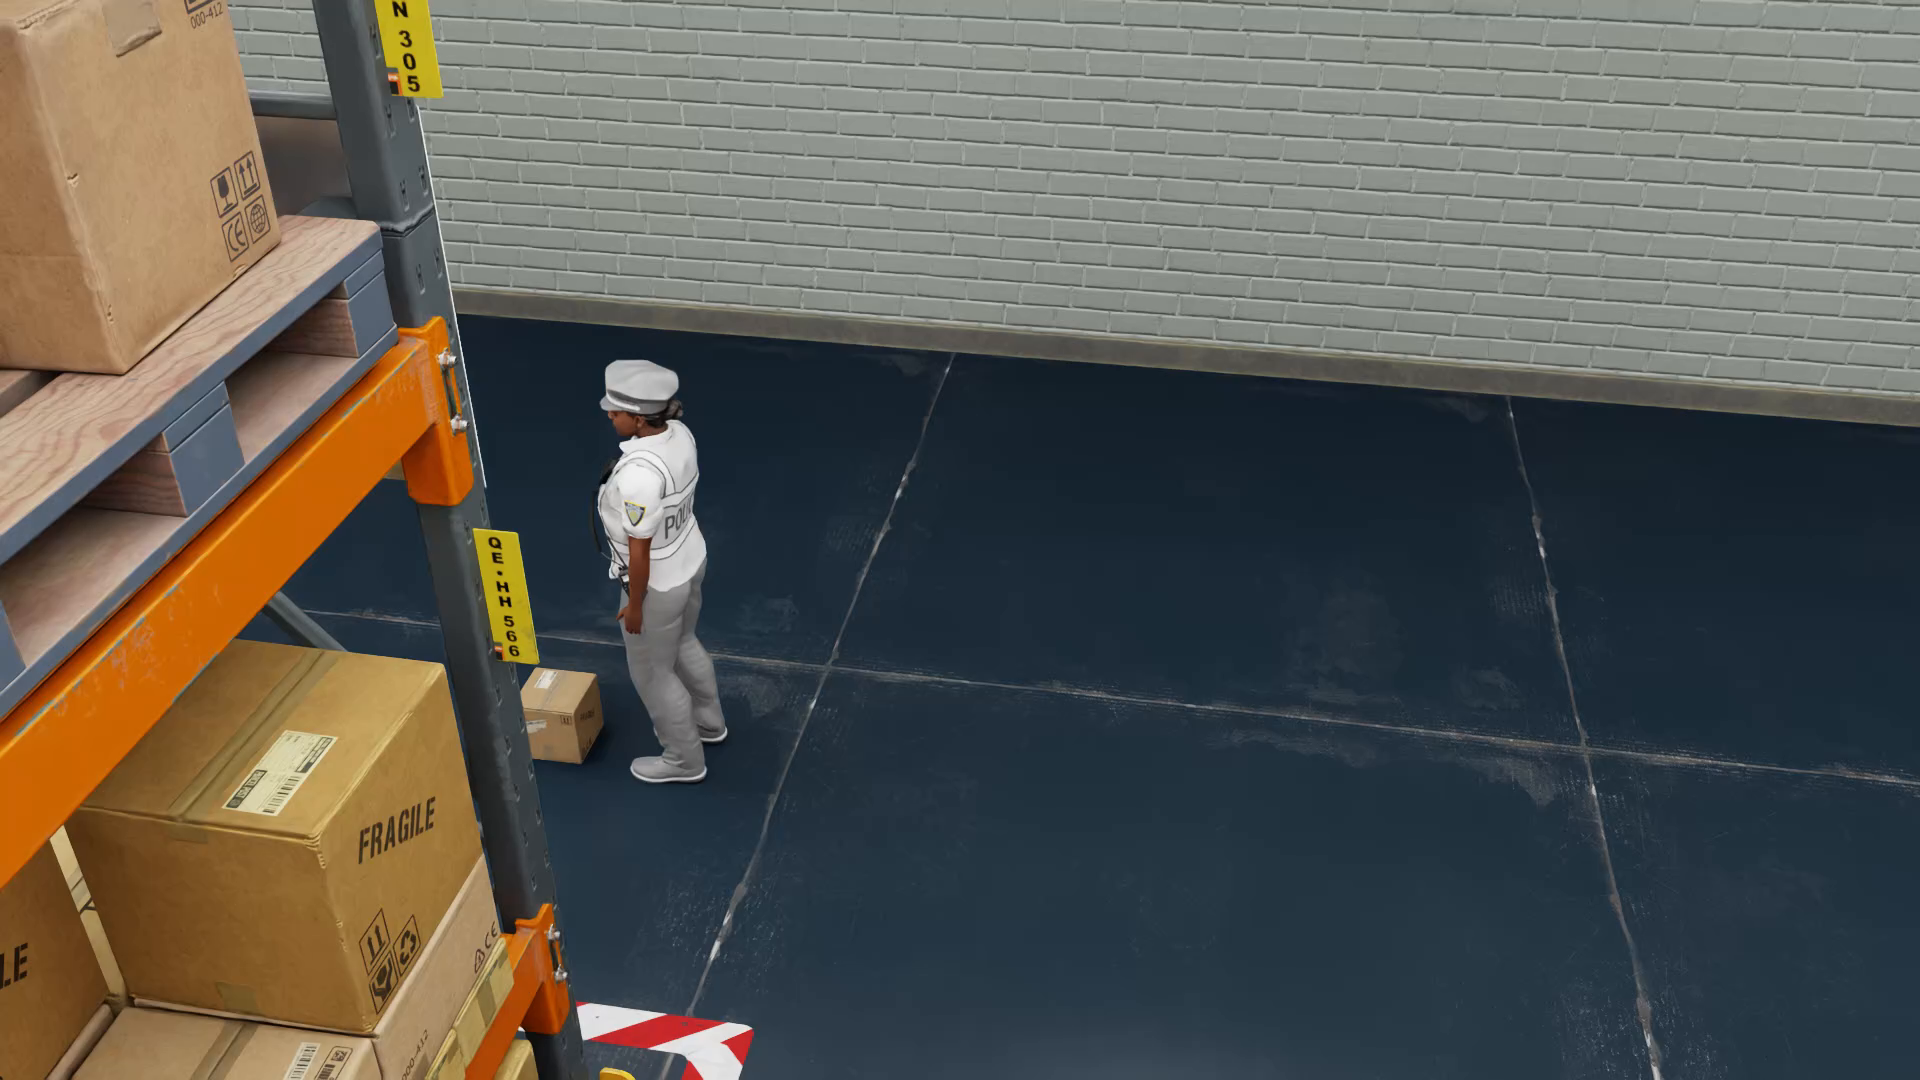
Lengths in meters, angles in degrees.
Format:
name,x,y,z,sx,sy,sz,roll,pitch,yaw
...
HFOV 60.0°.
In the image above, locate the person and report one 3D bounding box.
name,x,y,z,sx,sy,sz,roll,pitch,yaw
person,-1.082,0.134,5.923,0.341,1.672,0.438,6,33,9
